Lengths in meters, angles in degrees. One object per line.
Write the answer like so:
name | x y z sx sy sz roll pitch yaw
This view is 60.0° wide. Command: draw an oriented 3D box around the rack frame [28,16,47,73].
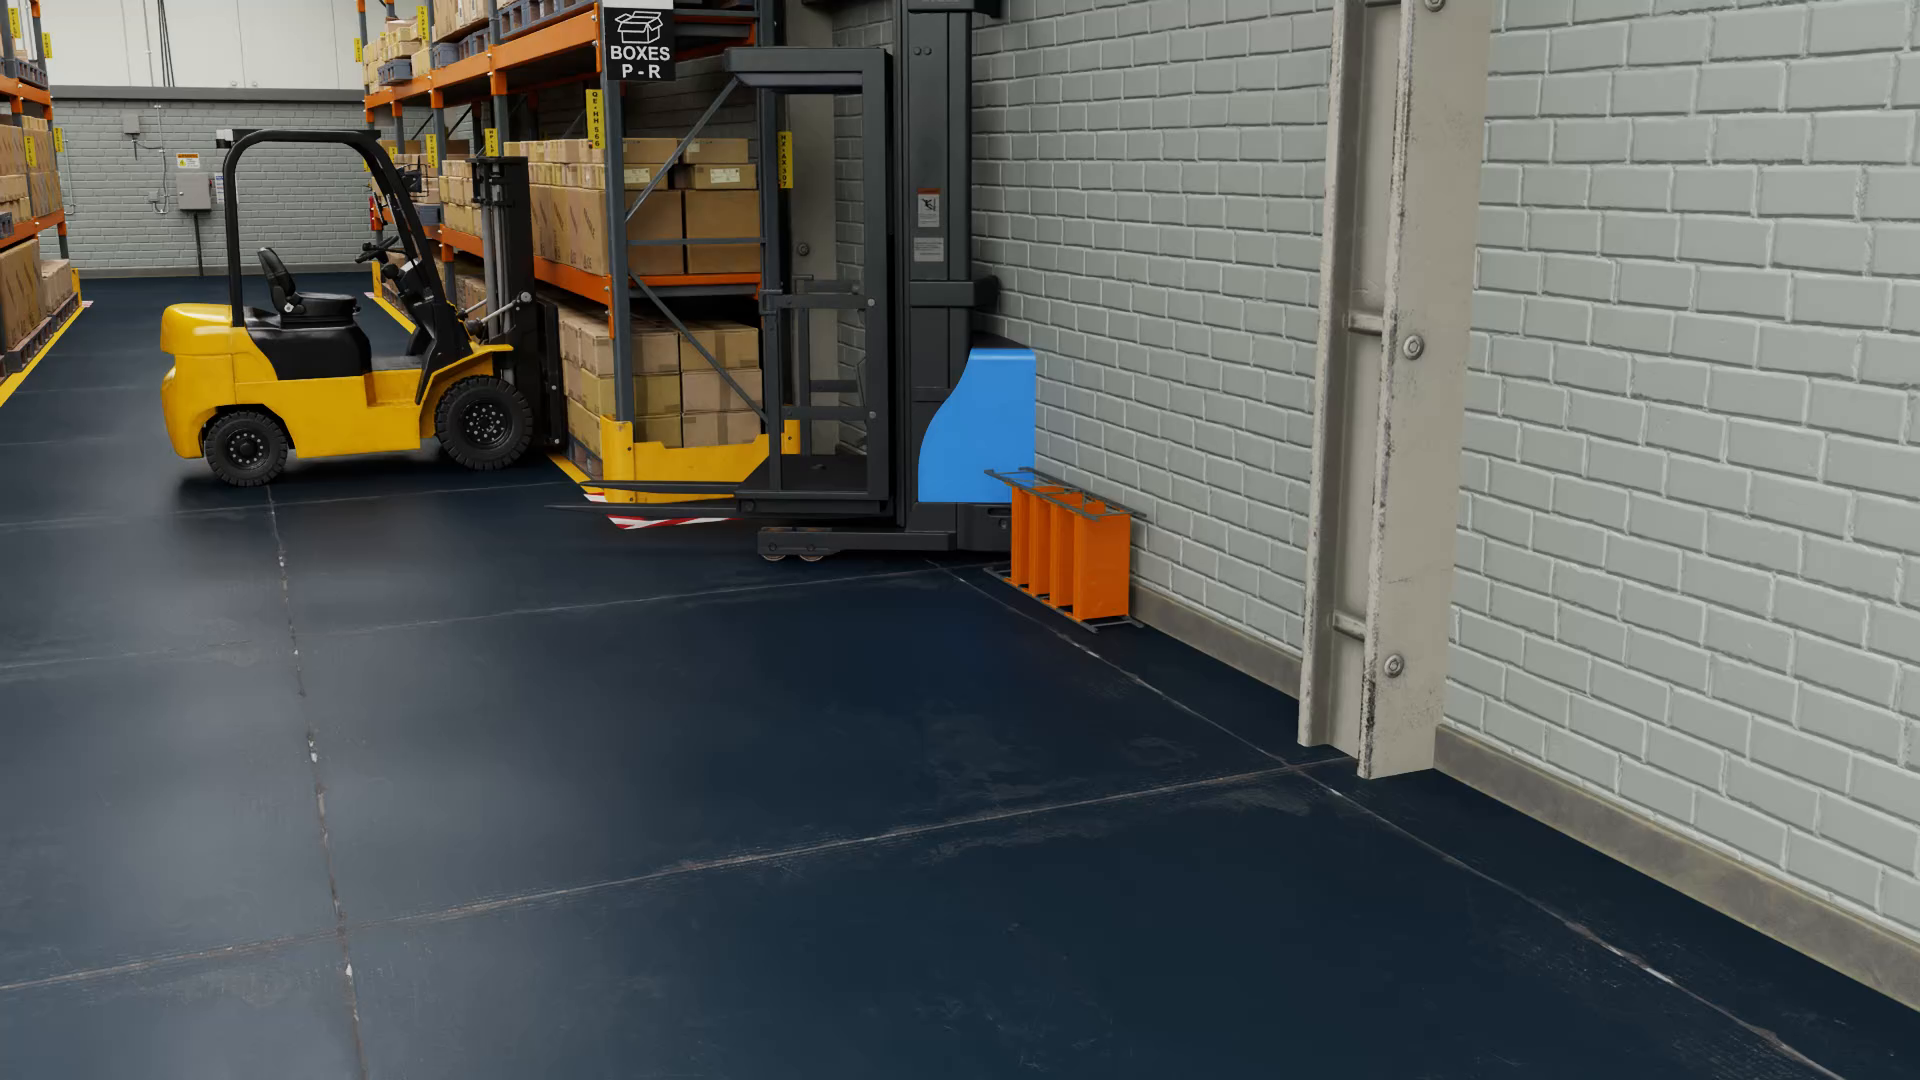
rack frame | -12.508 -7.522 21.414 1.000 3.000 0.127 -6 14 -23

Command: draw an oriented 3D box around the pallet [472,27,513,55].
pallet | -3.520 -4.118 13.784 0.805 0.209 1.217 -6 14 -25

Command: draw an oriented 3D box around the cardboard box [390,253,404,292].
cardboard box | -7.376 -3.602 22.393 0.500 0.500 0.500 -5 14 -22

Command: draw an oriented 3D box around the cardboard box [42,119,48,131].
cardboard box | -11.877 -5.299 21.236 0.380 0.149 0.250 -6 14 -24

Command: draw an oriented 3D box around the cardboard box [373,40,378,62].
cardboard box | -7.400 -6.397 21.770 0.500 0.250 0.500 -5 14 -21

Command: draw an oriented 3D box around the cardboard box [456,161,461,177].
cardboard box | -4.548 -3.509 15.720 0.380 0.149 0.250 -5 14 -22

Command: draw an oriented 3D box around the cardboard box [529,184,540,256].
cardboard box | -2.788 -2.292 11.899 0.500 0.500 0.500 -6 14 -24

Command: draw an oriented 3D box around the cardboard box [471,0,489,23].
cardboard box | -3.668 -4.368 13.483 0.500 0.311 0.500 -6 14 -25

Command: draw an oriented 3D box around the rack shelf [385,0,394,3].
rack shelf | -5.558 -6.186 18.124 1.077 0.370 4.000 -6 14 -23

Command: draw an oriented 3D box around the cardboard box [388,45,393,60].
cardboard box | -6.318 -5.557 18.978 0.380 0.149 0.250 -5 14 -22

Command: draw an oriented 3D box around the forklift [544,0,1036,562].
forklift | -0.628 -1.437 8.579 3.031 2.935 1.130 1 13 4

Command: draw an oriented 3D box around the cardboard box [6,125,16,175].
cardboard box | -10.098 -4.026 17.175 0.500 0.500 0.500 -5 14 -21

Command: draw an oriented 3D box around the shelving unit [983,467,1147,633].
shelving unit | 0.455 0.020 7.639 0.258 0.503 1.200 -5 14 -22

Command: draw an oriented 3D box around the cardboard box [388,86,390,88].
cardboard box | -6.869 -5.660 20.575 0.380 0.149 0.250 -6 14 -23

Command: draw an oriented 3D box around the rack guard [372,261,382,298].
rack guard | -7.931 -3.815 24.244 1.175 0.500 0.348 -6 14 -23

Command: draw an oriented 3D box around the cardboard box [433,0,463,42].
cardboard box | -4.690 -4.987 15.739 0.500 0.500 0.500 -5 14 -22

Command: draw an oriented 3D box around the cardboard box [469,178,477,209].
cardboard box | -3.998 -3.030 14.533 0.500 0.250 0.500 -5 14 -22

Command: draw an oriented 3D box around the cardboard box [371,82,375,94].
cardboard box | -7.714 -6.080 22.392 0.380 0.149 0.250 -6 14 -23

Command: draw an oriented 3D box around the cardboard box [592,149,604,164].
cardboard box | -2.016 -2.356 10.075 0.380 0.149 0.250 -6 14 -23

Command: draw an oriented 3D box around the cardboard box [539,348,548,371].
cardboard box | -2.648 -1.237 11.619 0.500 0.250 0.500 -6 14 -23

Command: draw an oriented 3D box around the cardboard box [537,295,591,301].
cardboard box | -3.053 -1.687 12.454 0.500 0.250 0.500 -6 14 -23

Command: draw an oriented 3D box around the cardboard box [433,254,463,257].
cardboard box | -6.042 -3.269 19.516 0.380 0.149 0.250 -6 14 -24

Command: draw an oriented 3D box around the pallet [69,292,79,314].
pallet | -12.116 -3.083 21.721 1.003 0.211 1.213 -6 14 -23

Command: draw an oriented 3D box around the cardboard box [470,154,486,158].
cardboard box | -4.820 -3.769 17.351 0.500 0.500 0.500 -5 14 -20

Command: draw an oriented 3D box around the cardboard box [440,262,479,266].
cardboard box | -5.454 -2.948 18.130 0.380 0.149 0.250 -5 14 -21

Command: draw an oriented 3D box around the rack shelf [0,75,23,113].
rack shelf | -10.105 -4.471 16.477 1.077 0.370 4.000 -6 14 -23

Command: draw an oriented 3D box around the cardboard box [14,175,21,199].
cardboard box | -10.086 -3.665 17.278 0.500 0.250 0.500 -5 14 -22

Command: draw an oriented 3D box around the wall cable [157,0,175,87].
wall cable | -11.787 -9.001 27.722 2.988 3.039 0.133 -6 14 -23

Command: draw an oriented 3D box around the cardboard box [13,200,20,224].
cardboard box | -10.108 -3.419 17.321 0.500 0.250 0.500 -6 14 -24

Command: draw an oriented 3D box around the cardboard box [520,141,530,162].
cardboard box | -2.992 -2.826 12.108 0.380 0.149 0.250 -5 14 -22

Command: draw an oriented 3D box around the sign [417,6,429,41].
sign | -5.255 -5.060 16.283 0.100 0.325 0.005 -6 14 -23

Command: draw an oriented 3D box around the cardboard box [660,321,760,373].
cardboard box | -1.571 -1.211 10.401 0.500 0.250 0.500 -6 14 -24

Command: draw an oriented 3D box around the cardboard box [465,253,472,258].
cardboard box | -5.732 -3.372 19.959 0.380 0.149 0.250 -5 14 -22

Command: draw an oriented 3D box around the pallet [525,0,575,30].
pallet | -2.304 -3.562 11.151 1.003 0.211 1.213 -6 14 -23

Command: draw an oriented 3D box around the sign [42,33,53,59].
sign | -12.005 -6.500 21.860 0.100 0.325 0.005 -6 14 -23

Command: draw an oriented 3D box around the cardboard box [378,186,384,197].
cardboard box | -7.618 -4.794 22.602 0.500 0.250 0.500 -6 14 -24

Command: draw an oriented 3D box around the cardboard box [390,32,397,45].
cardboard box | -6.279 -5.702 18.947 0.380 0.149 0.250 -6 14 -24

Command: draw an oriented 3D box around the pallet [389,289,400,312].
pallet | -7.126 -3.258 22.478 1.003 0.211 1.213 -6 14 -23

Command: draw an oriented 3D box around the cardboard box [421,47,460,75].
cardboard box | -5.185 -4.868 16.931 0.500 0.250 0.500 -6 14 -25

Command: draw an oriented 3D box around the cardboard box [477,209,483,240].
cardboard box | -3.803 -2.680 14.130 0.500 0.250 0.500 -6 14 -23

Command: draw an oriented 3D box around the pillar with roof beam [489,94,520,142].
pillar with roof beam | -9.757 -6.981 19.077 9.100 9.000 0.400 -6 14 -23

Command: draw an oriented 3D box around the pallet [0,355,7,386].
pallet | -8.992 -1.426 14.565 1.003 0.211 1.213 -6 14 -23

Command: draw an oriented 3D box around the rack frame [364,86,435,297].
rack frame | -7.962 -5.048 24.030 1.000 3.000 0.127 -6 14 -23

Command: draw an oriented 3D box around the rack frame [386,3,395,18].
rack frame | -6.359 -7.145 19.783 1.000 3.000 0.127 -6 14 -23

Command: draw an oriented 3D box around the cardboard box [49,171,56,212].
cardboard box | -11.670 -4.362 20.842 0.500 0.500 0.500 -5 14 -21

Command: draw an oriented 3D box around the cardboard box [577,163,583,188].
cardboard box | -2.214 -2.315 10.561 0.380 0.149 0.250 -6 14 -23

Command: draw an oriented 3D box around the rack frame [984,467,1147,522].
rack frame | 0.455 -0.218 7.584 0.240 0.015 1.200 -5 14 -22

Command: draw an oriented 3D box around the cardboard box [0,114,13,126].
cardboard box | -10.794 -4.713 18.705 0.380 0.149 0.250 -6 14 -24

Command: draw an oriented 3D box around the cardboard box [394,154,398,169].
cardboard box | -6.370 -4.355 19.882 0.700 0.500 0.500 -5 14 -22

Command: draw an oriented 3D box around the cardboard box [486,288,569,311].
cardboard box | -3.678 -1.885 14.696 0.875 0.625 0.625 -6 14 -24

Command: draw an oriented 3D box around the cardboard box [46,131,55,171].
cardboard box | -11.861 -4.952 21.173 0.500 0.500 0.500 -6 14 -23

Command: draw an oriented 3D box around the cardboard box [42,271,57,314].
cardboard box | -11.059 -2.869 19.363 0.875 0.438 0.875 -6 14 -24

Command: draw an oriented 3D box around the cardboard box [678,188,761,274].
cardboard box | -1.496 -1.919 10.287 0.500 0.500 0.500 -5 14 -21

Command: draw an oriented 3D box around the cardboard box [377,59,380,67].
cardboard box | -7.194 -6.046 21.360 0.500 0.250 0.500 -5 14 -22

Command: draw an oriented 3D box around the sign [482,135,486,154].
sign | -5.852 -4.837 20.549 0.100 0.325 0.005 -6 14 -23
